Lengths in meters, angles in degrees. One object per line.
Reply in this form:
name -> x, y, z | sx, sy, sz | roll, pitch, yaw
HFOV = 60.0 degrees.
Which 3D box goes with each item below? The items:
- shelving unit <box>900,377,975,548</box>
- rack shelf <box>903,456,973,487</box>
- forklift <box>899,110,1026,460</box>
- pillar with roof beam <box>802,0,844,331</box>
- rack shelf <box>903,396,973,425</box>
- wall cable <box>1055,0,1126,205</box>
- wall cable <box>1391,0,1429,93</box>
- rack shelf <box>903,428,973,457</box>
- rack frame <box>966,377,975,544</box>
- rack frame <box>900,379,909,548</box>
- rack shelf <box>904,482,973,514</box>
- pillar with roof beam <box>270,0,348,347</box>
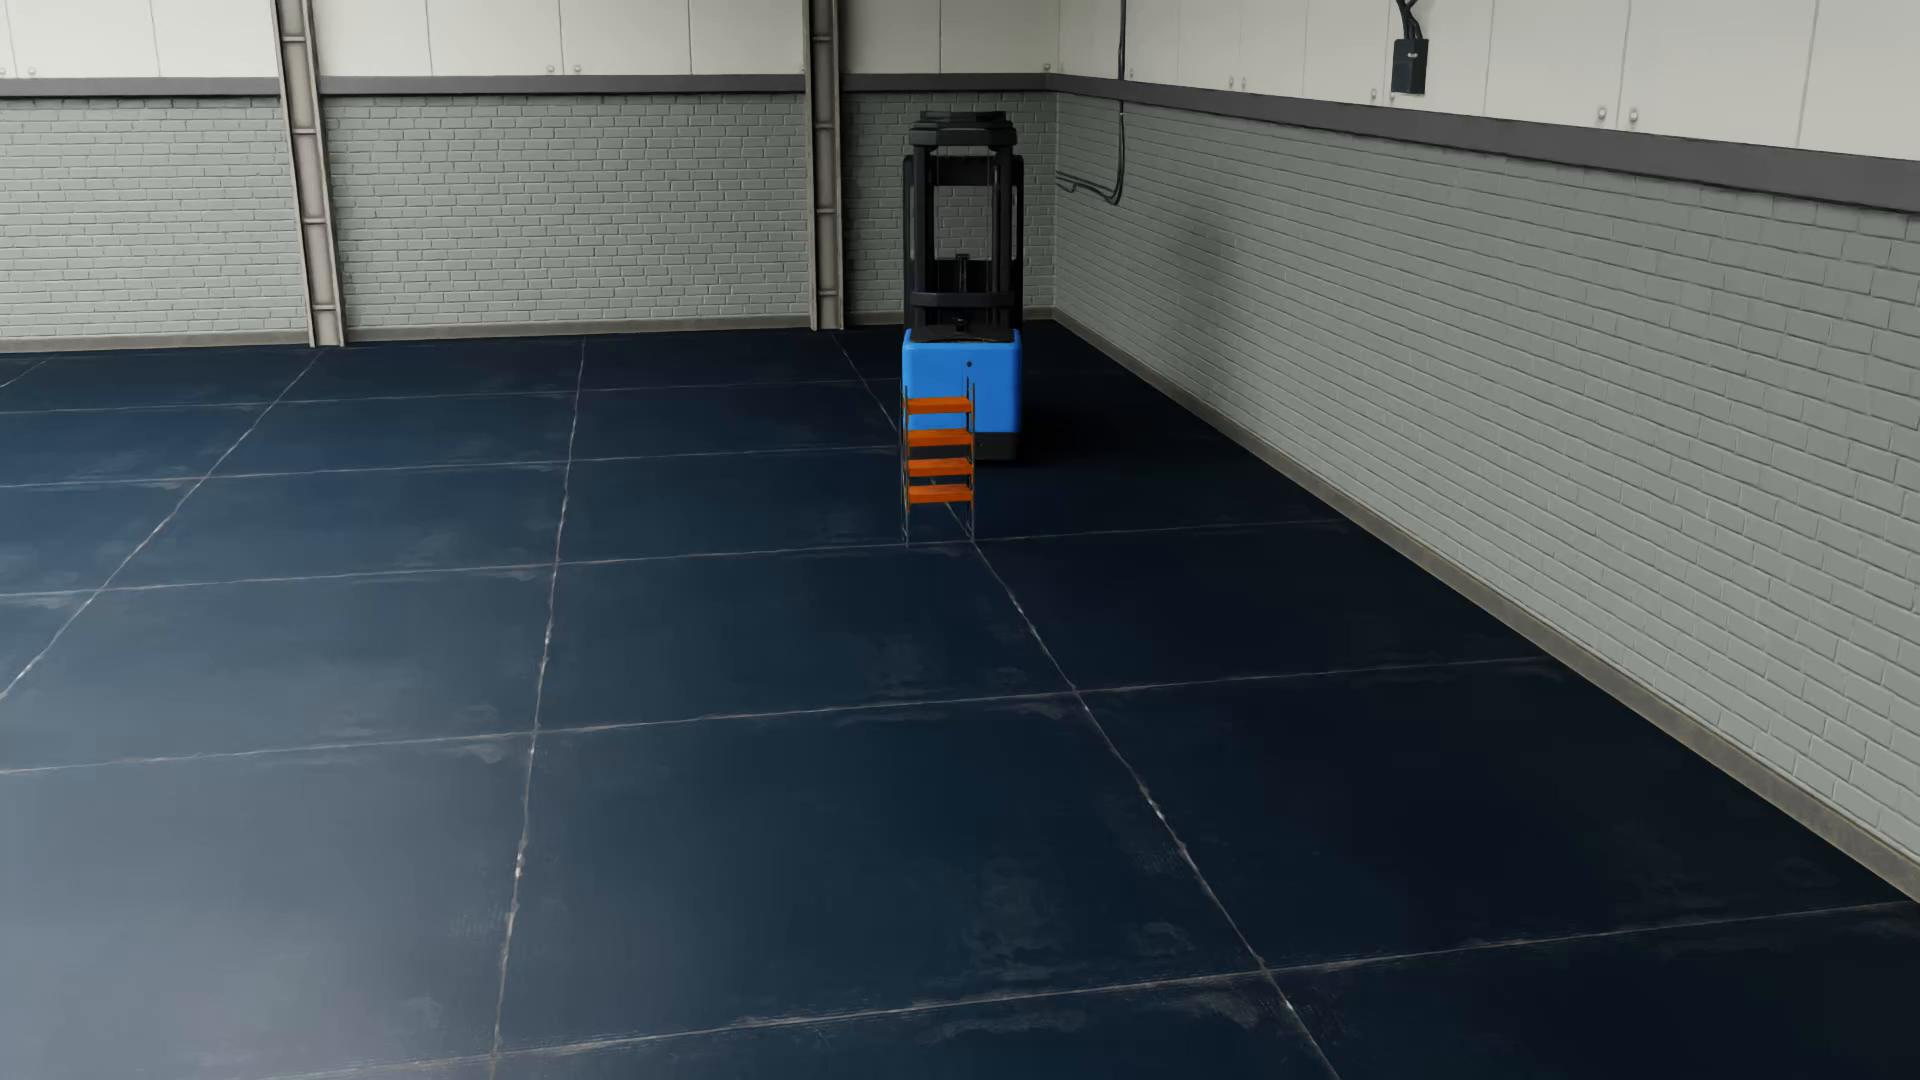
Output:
shelving unit -> -0.163, -0.564, 12.106 | 0.503, 1.200, 0.258 | -3, 17, -10
rack shelf -> -0.163, -0.500, 12.125 | 0.480, 0.148, 0.258 | -3, 17, -10
forklift -> 0.031, -2.467, 15.352 | 1.130, 2.935, 3.031 | 0, 17, 0
pillar with roof beam -> -0.863, -5.745, 15.691 | 0.400, 9.000, 9.100 | -3, 17, -10
rack shelf -> -0.163, -0.940, 11.990 | 0.480, 0.148, 0.258 | -3, 17, -10
wall cable -> 1.464, -5.285, 19.481 | 0.112, 2.526, 3.097 | -3, 17, -10
wall cable -> 3.249, -5.657, 9.612 | 0.169, 6.003, 2.305 | -3, 17, -10
rack shelf -> -0.163, -0.714, 12.060 | 0.480, 0.148, 0.258 | -3, 17, -10
rack frame -> 0.077, -0.578, 12.150 | 0.015, 1.200, 0.240 | -3, 17, -10
rack frame -> -0.402, -0.551, 12.061 | 0.015, 1.200, 0.240 | -3, 17, -10
rack shelf -> -0.163, -0.310, 12.184 | 0.480, 0.148, 0.258 | -3, 17, -10
pillar with roof beam -> -6.754, -5.411, 14.603 | 0.400, 9.000, 9.100 | -3, 17, -10
